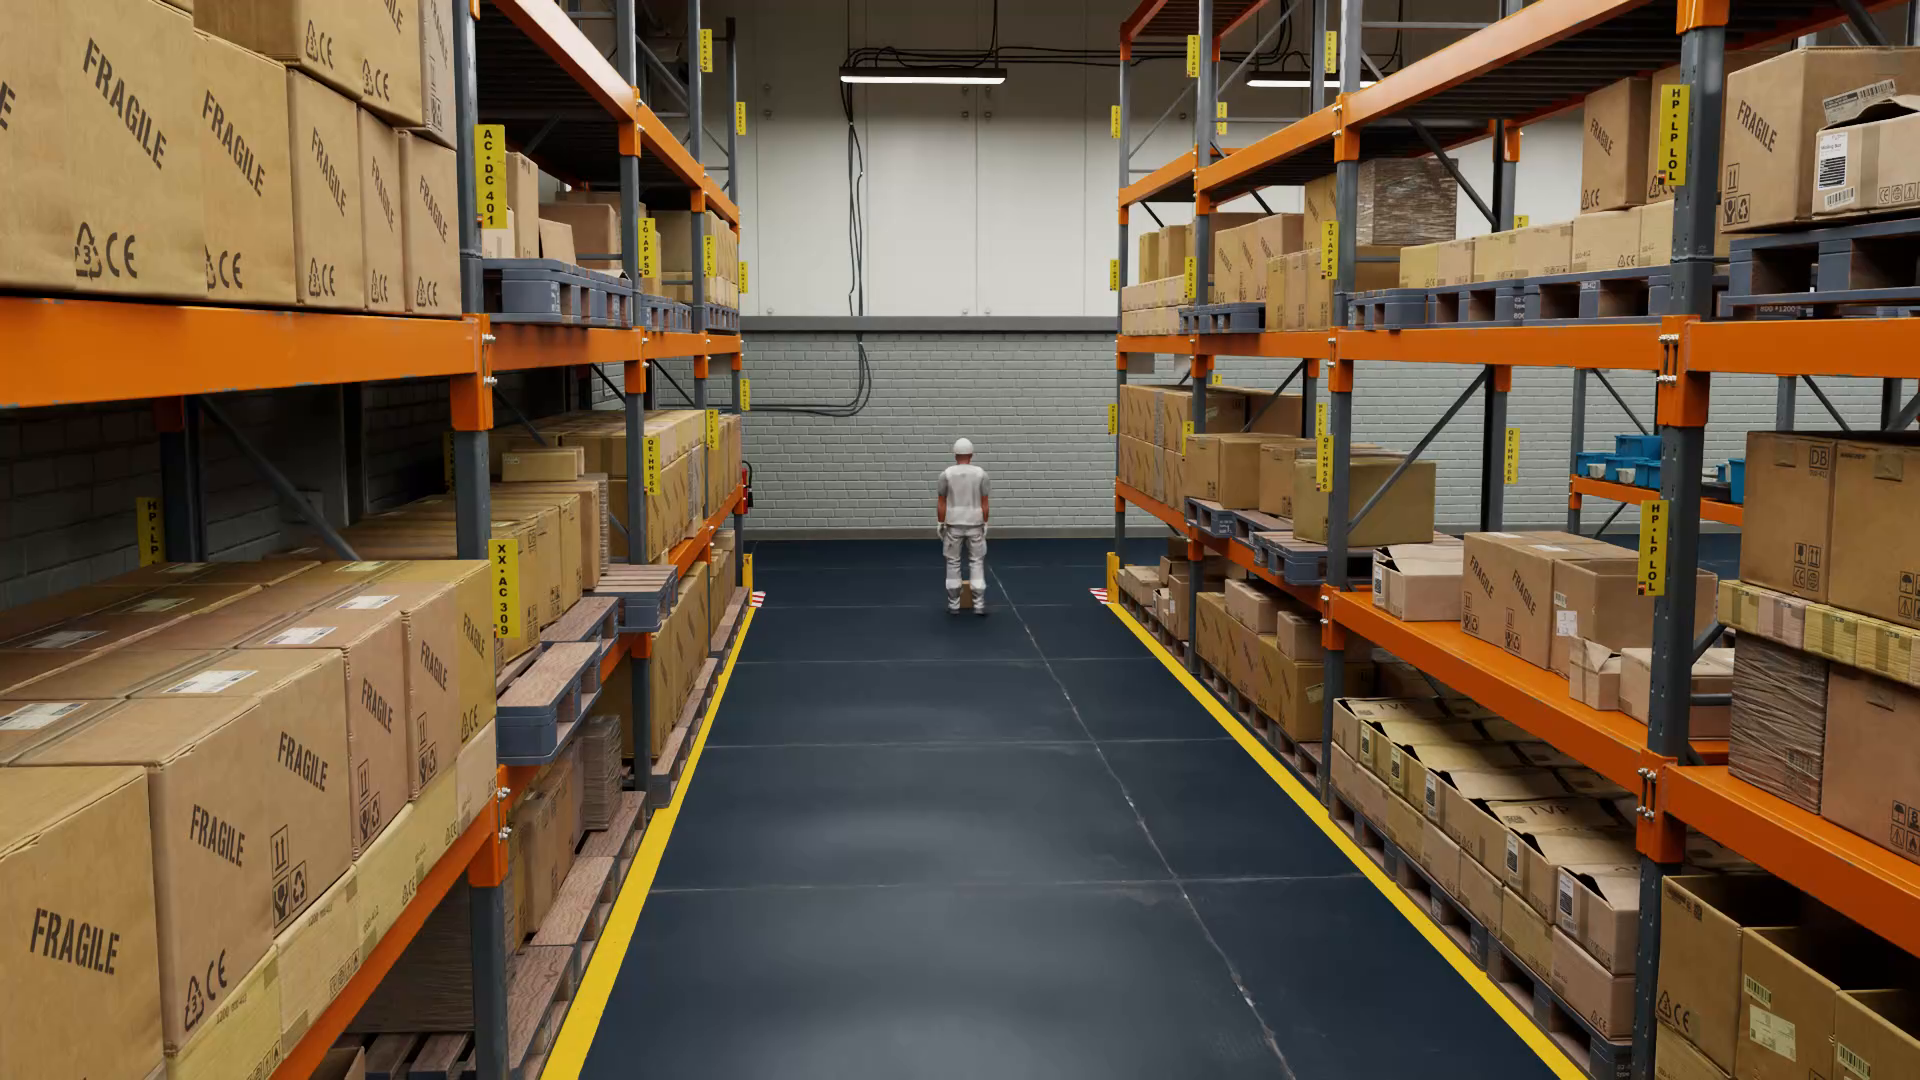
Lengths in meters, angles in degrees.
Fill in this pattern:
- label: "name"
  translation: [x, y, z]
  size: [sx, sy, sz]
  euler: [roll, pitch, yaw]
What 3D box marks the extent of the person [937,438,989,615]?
- label: "person"
  translation: [0.032, -0.124, 16.821]
  size: [0.524, 1.819, 0.358]
  euler: [0, 7, -2]
